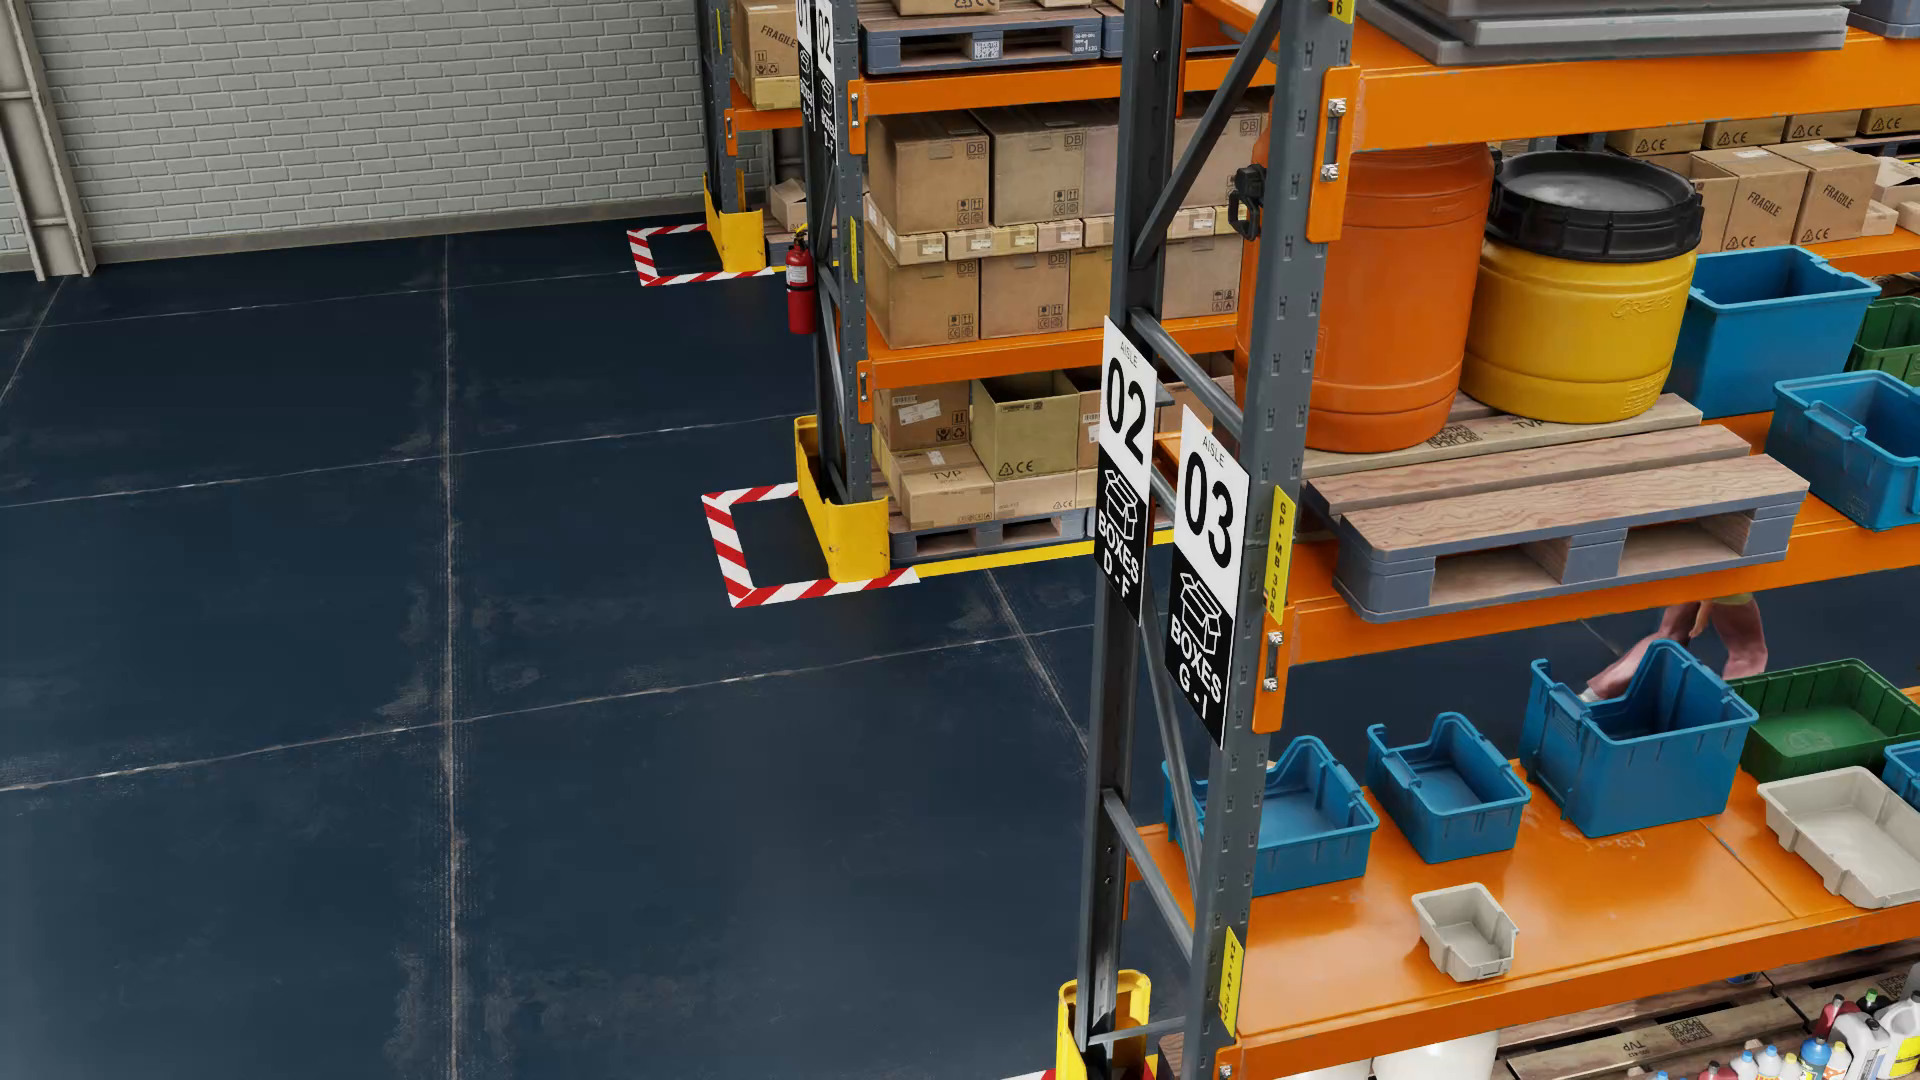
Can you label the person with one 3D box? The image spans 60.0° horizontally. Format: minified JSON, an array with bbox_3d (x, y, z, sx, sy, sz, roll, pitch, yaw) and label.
[{"bbox_3d":[3.564,0.224,7.876,0.999,1.607,0.460,-2,30,-4],"label":"person"}]
